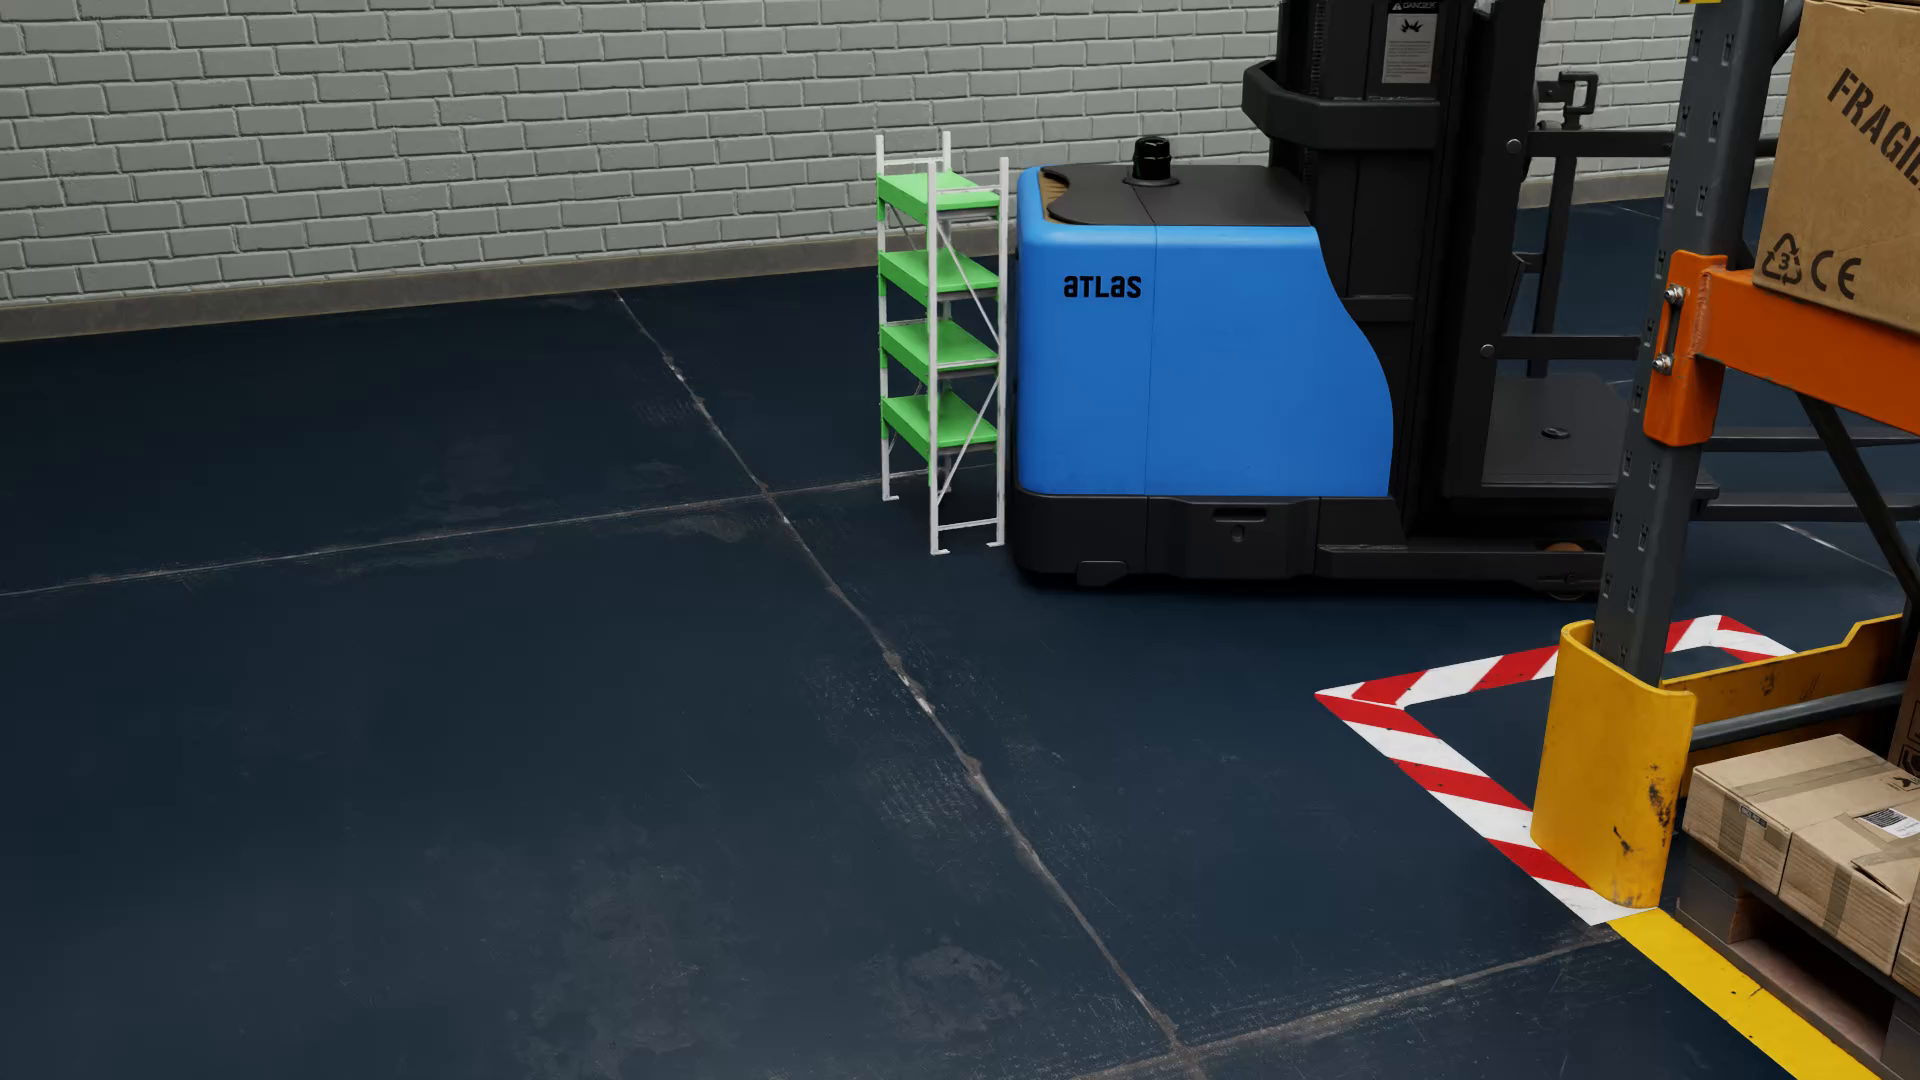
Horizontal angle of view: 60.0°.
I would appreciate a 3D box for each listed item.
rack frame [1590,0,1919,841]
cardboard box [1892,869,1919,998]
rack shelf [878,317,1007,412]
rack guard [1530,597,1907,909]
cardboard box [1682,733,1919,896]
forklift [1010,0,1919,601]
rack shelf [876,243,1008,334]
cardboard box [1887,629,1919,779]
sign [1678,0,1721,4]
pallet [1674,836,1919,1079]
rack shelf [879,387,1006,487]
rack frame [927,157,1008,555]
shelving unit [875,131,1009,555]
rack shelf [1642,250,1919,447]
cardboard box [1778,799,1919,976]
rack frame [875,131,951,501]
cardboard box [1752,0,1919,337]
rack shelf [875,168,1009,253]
[{"bbox_3d":[1.827,-0.782,3.243,1.000,3.000,0.127,-8,24,-19],"label":"rack frame"},{"bbox_3d":[1.930,0.701,2.699,0.500,0.250,0.500,-8,24,-19],"label":"cardboard box"},{"bbox_3d":[-0.061,-0.554,5.185,0.258,0.148,0.480,-8,24,-18],"label":"rack shelf"},{"bbox_3d":[1.854,0.398,3.663,1.175,0.500,0.348,-8,24,-19],"label":"rack guard"},{"bbox_3d":[1.653,0.529,3.238,0.380,0.149,0.250,-8,24,-19],"label":"cardboard box"},{"bbox_3d":[1.680,-1.382,4.755,3.031,2.935,1.130,0,23,1],"label":"forklift"},{"bbox_3d":[-0.061,-0.775,5.091,0.258,0.148,0.480,-8,24,-18],"label":"rack shelf"},{"bbox_3d":[2.249,0.331,3.254,0.500,0.500,0.500,-8,24,-19],"label":"cardboard box"},{"bbox_3d":[1.319,-1.106,2.898,0.100,0.325,0.005,-8,24,-19],"label":"sign"},{"bbox_3d":[2.136,0.821,3.032,1.003,0.211,1.213,-8,24,-19],"label":"pallet"},{"bbox_3d":[-0.061,-0.333,5.278,0.258,0.148,0.480,-8,24,-18],"label":"rack shelf"},{"bbox_3d":[0.023,-0.524,4.949,0.240,1.200,0.015,-8,24,-18],"label":"rack frame"},{"bbox_3d":[-0.061,-0.613,5.160,0.258,1.200,0.503,-8,24,-18],"label":"shelving unit"},{"bbox_3d":[2.533,0.276,1.658,1.077,0.370,4.000,-8,24,-19],"label":"rack shelf"},{"bbox_3d":[1.742,0.611,3.019,0.380,0.166,0.250,-8,24,-19],"label":"cardboard box"},{"bbox_3d":[-0.145,-0.702,5.371,0.240,1.200,0.015,-8,24,-18],"label":"rack frame"},{"bbox_3d":[1.737,-0.630,2.755,0.500,0.500,0.500,-8,24,-18],"label":"cardboard box"},{"bbox_3d":[-0.061,-0.997,4.998,0.258,0.148,0.480,-8,24,-18],"label":"rack shelf"}]
